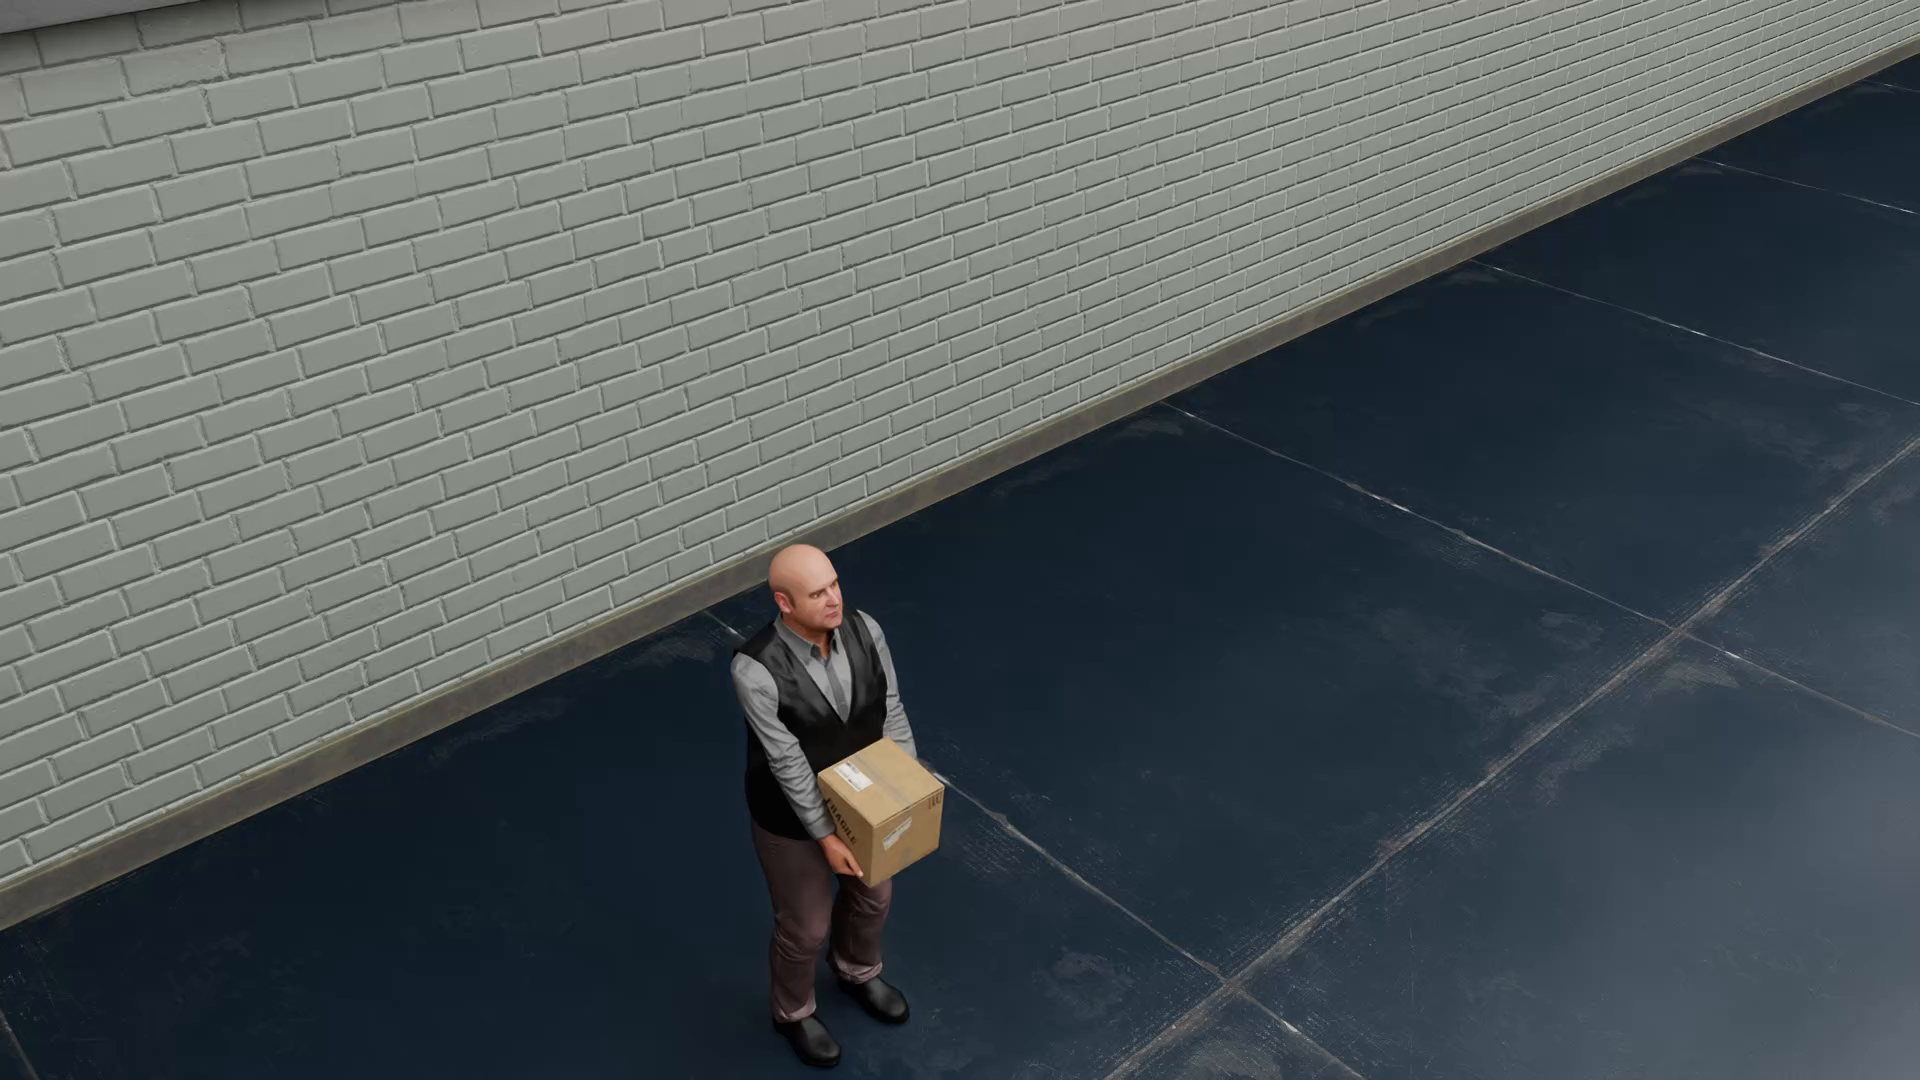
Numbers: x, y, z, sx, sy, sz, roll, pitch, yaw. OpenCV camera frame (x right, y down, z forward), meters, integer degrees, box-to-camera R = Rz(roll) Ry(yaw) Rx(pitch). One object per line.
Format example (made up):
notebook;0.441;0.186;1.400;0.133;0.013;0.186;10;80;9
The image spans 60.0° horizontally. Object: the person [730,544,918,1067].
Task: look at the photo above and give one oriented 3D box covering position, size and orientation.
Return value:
person;-0.335;0.814;4.841;0.494;1.712;0.549;-25;39;-34
